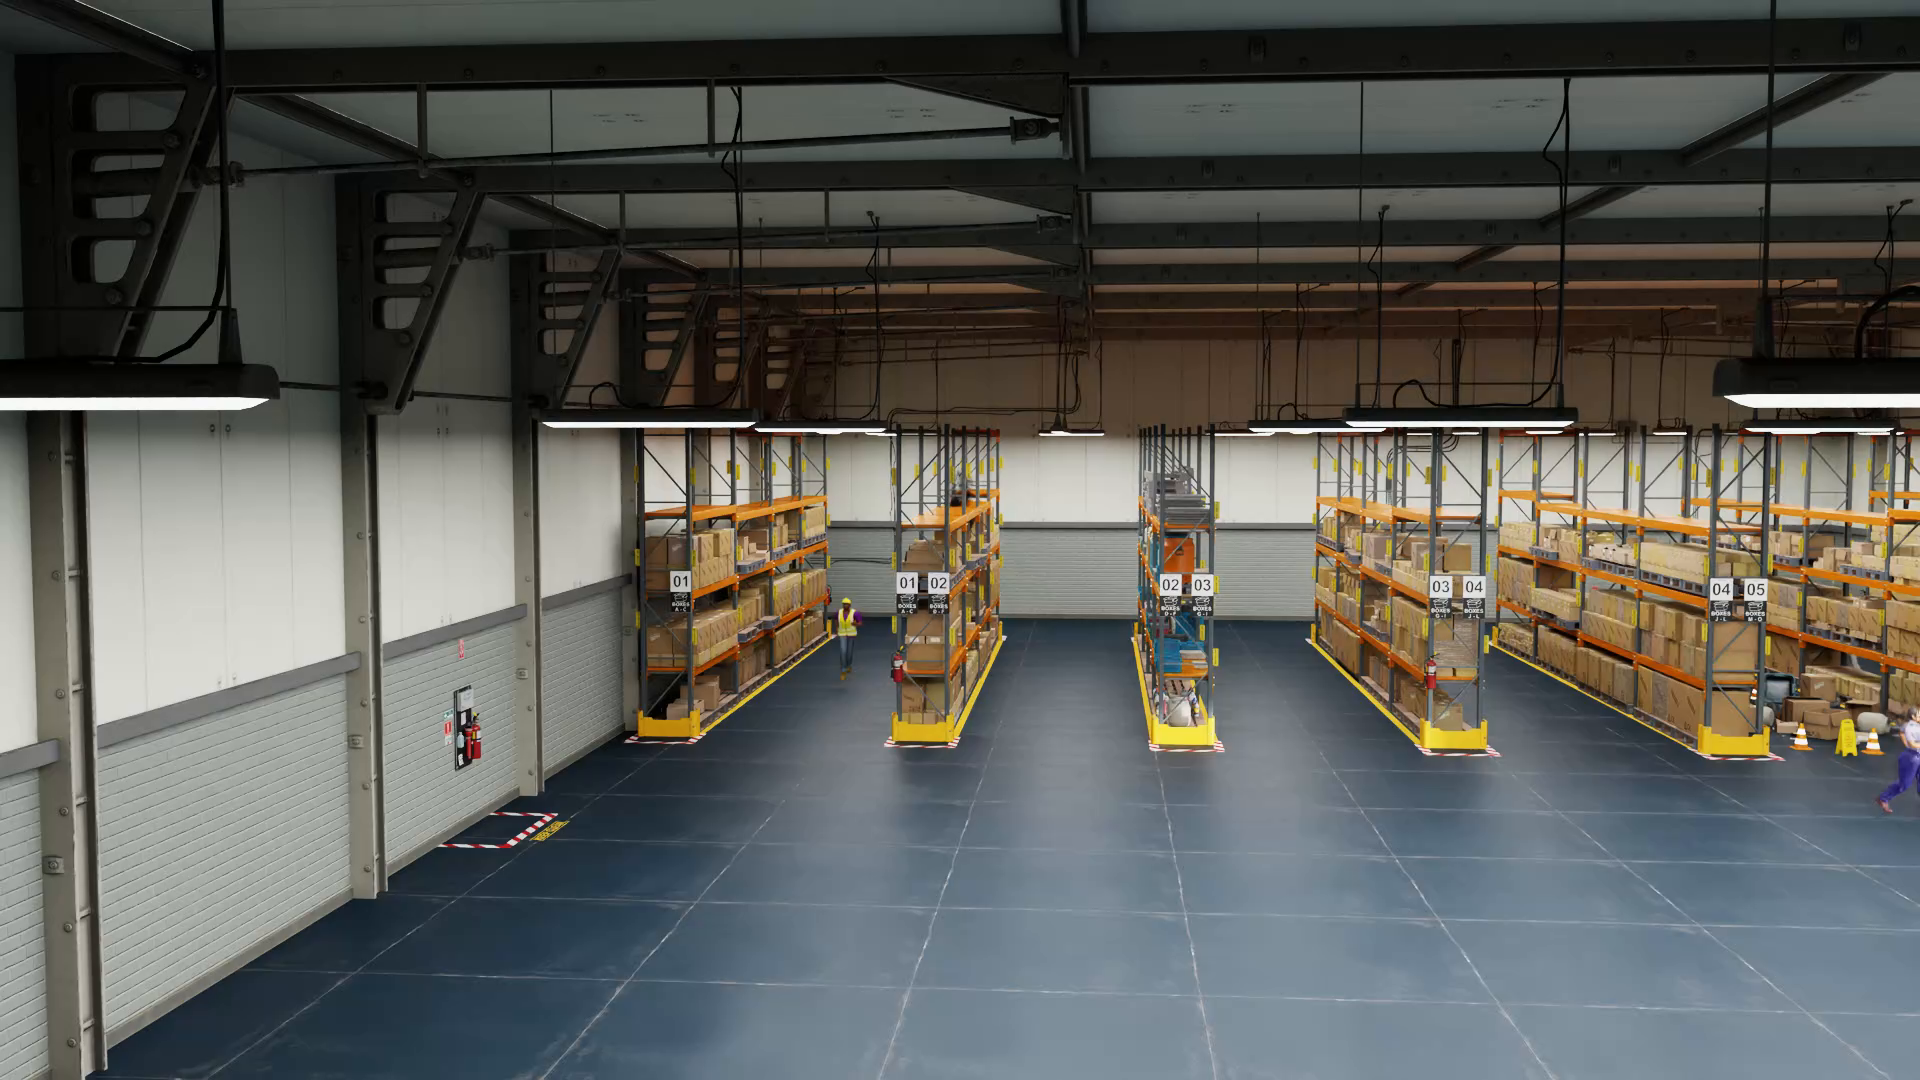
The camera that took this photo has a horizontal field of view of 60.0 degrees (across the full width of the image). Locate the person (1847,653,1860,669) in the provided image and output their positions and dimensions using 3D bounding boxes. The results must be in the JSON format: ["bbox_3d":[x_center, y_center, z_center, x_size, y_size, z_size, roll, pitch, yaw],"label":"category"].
[{"bbox_3d":[21.598,2.491,40.221,0.505,1.319,0.690,0,3,1],"label":"person"}]

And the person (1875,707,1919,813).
[{"bbox_3d":[14.352,3.357,25.121,0.874,1.671,0.624,3,5,42],"label":"person"}]

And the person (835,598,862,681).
[{"bbox_3d":[-2.554,2.252,38.056,0.641,1.866,0.682,0,3,-1],"label":"person"}]
